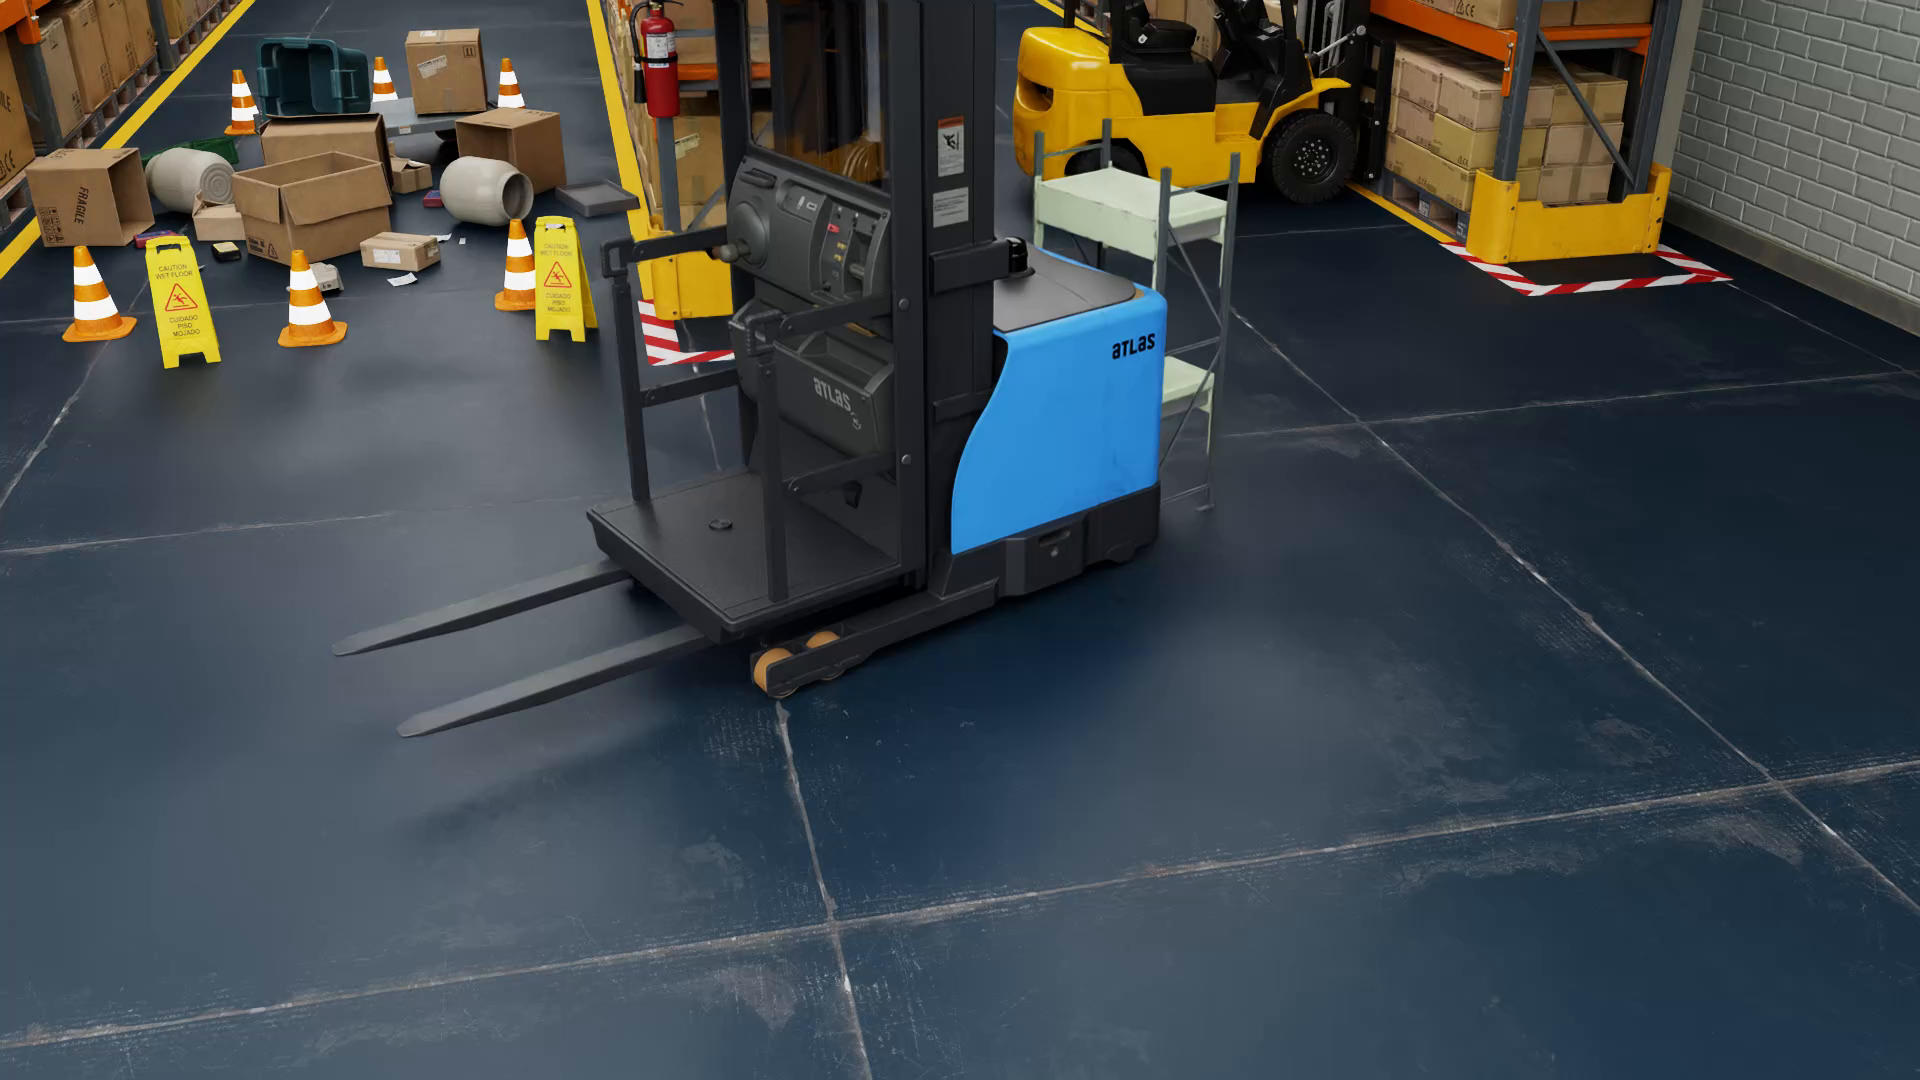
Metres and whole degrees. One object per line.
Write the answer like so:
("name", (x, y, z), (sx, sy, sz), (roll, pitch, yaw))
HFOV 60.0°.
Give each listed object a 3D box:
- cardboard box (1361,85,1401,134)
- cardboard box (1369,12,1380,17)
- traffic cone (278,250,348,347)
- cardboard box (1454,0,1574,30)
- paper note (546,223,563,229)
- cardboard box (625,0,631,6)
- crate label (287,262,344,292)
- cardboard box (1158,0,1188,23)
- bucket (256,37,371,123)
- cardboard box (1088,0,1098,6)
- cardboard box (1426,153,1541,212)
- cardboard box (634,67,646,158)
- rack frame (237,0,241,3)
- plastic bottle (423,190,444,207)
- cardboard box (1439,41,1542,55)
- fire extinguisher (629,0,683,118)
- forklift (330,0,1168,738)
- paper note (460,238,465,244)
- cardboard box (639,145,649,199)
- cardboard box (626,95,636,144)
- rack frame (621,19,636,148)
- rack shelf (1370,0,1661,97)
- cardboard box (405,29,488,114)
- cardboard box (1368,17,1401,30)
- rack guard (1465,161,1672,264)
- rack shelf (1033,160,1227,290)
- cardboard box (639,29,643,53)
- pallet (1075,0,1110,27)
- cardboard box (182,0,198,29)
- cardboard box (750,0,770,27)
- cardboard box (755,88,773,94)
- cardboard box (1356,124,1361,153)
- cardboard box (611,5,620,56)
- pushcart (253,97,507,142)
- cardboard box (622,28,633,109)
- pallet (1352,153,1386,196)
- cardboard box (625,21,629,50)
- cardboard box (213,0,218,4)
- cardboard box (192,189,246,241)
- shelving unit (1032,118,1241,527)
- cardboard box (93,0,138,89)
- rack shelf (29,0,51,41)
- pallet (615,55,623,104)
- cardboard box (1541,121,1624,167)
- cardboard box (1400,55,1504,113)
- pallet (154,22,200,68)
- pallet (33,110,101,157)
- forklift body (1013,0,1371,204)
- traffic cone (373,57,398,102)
("cardboard box", (3.069, -2.959, 11.313), (0.500, 0.250, 0.500), (-7, 28, -13))
("cardboard box", (3.250, -3.893, 12.609), (0.500, 0.250, 0.500), (-6, 27, -12))
("traffic cone", (-3.471, -1.305, 8.823), (0.336, 0.463, 0.334), (-6, 27, -12))
("cardboard box", (3.356, -3.382, 10.010), (0.500, 0.500, 0.500), (-7, 28, -13))
("paper note", (-2.648, -2.040, 10.758), (0.142, 0.019, 0.148), (-16, 31, -29))
("cardboard box", (-1.976, -3.552, 10.738), (0.380, 0.149, 0.250), (-6, 27, -11))
("crate label", (-3.709, -1.499, 9.567), (0.250, 0.136, 0.298), (-23, 35, -38))
("cardboard box", (2.354, -4.930, 15.358), (0.875, 0.625, 0.625), (-7, 28, -14))
("bucket", (-4.537, -3.243, 11.791), (0.726, 0.611, 0.620), (3, 17, 6))
("cardboard box", (1.615, -5.895, 17.409), (0.500, 0.500, 0.500), (-5, 27, -10))
("cardboard box", (3.309, -2.282, 10.527), (0.500, 0.250, 0.500), (-6, 27, -11))
("cardboard box", (-1.775, -2.713, 10.549), (0.500, 0.500, 0.500), (-7, 28, -13))
("rack frame", (-8.617, -7.363, 18.009), (1.000, 3.000, 0.127), (-6, 27, -12))
("plastic bottle", (-3.550, -2.329, 11.297), (0.133, 0.061, 0.283), (-1, 27, -3))
("cardboard box", (3.580, -3.224, 11.284), (0.500, 0.250, 0.500), (-6, 27, -12))
("fire extinguisher", (-1.536, -2.510, 8.481), (0.296, 0.674, 0.183), (-6, 27, -12))
("forklift", (-0.692, -1.039, 5.555), (3.031, 2.935, 1.130), (-19, 32, -32))
("paper note", (-3.132, -1.883, 10.470), (0.032, 0.001, 0.123), (-6, 27, -12))
("cardboard box", (-1.789, -2.387, 10.736), (0.500, 0.250, 0.500), (-7, 28, -13))
("cardboard box", (-2.144, -3.072, 12.092), (0.500, 0.250, 0.500), (-7, 28, -14))
("rack frame", (-2.014, -4.398, 12.135), (1.000, 3.000, 0.127), (-6, 27, -12))
("rack shelf", (3.272, -3.705, 11.559), (1.077, 0.370, 4.000), (-6, 27, -12))
("cardboard box", (-3.741, -3.426, 12.143), (0.500, 0.500, 0.500), (-6, 27, -12))
("cardboard box", (2.853, -3.623, 12.075), (0.500, 0.250, 0.500), (-5, 27, -10))
("rack guard", (3.728, -2.021, 10.200), (1.175, 0.500, 0.348), (-6, 27, -12))
("rack shelf", (0.686, -1.238, 6.672), (0.431, 0.370, 0.720), (-19, 32, -33))
("cardboard box", (-1.570, -2.772, 9.192), (0.380, 0.149, 0.250), (-6, 27, -12))
("pallet", (1.788, -5.746, 17.901), (1.003, 0.211, 1.213), (-6, 27, -12))
("cardboard box", (-7.743, -5.235, 16.102), (0.500, 0.500, 0.500), (-6, 27, -11))
("cardboard box", (-0.949, -3.056, 9.034), (0.500, 0.500, 0.500), (-6, 27, -12))
("cardboard box", (-1.153, -2.558, 10.243), (0.500, 0.500, 0.500), (-7, 28, -14))
("cardboard box", (2.963, -2.947, 11.846), (0.500, 0.250, 0.500), (-5, 27, -10))
("cardboard box", (-2.624, -4.596, 14.978), (0.950, 0.372, 0.625), (-6, 27, -13))
("pushcart", (-4.224, -2.974, 12.223), (1.648, 0.377, 0.936), (-16, 31, -29))
("cardboard box", (-2.144, -3.406, 11.923), (0.500, 0.500, 0.500), (-5, 27, -9))
("pallet", (3.238, -2.769, 12.001), (1.003, 0.211, 1.213), (-6, 27, -12))
("cardboard box", (-2.057, -3.410, 11.209), (0.380, 0.149, 0.250), (-5, 27, -10))
("cardboard box", (-8.089, -5.910, 17.438), (0.500, 0.500, 0.500), (-7, 28, -13))
("cardboard box", (-4.632, -2.063, 10.542), (0.396, 0.266, 0.258), (-1, 27, -3))
("shelving unit", (0.686, -0.889, 6.848), (0.431, 1.500, 0.755), (-19, 32, -33))
("cardboard box", (-7.465, -4.130, 13.635), (1.050, 0.750, 0.750), (-6, 27, -11))
("rack shelf", (-7.264, -4.408, 12.952), (1.077, 0.370, 4.000), (-6, 27, -12))
("pallet", (-2.469, -4.031, 14.503), (1.003, 0.211, 1.213), (-6, 27, -12))
("cardboard box", (3.819, -2.558, 10.520), (0.500, 0.250, 0.500), (-5, 27, -11))
("cardboard box", (3.194, -2.948, 10.738), (0.500, 0.250, 0.500), (-5, 27, -11))
("pallet", (-7.890, -4.705, 15.838), (1.003, 0.211, 1.213), (-6, 27, -12))
("pallet", (-7.061, -2.937, 12.335), (1.003, 0.211, 1.213), (-6, 27, -12))
("forklift body", (1.518, -3.416, 11.131), (2.313, 2.155, 1.214), (-6, 27, -12))
("traffic cone", (-4.697, -3.693, 13.554), (0.336, 0.463, 0.334), (-6, 27, -12))
